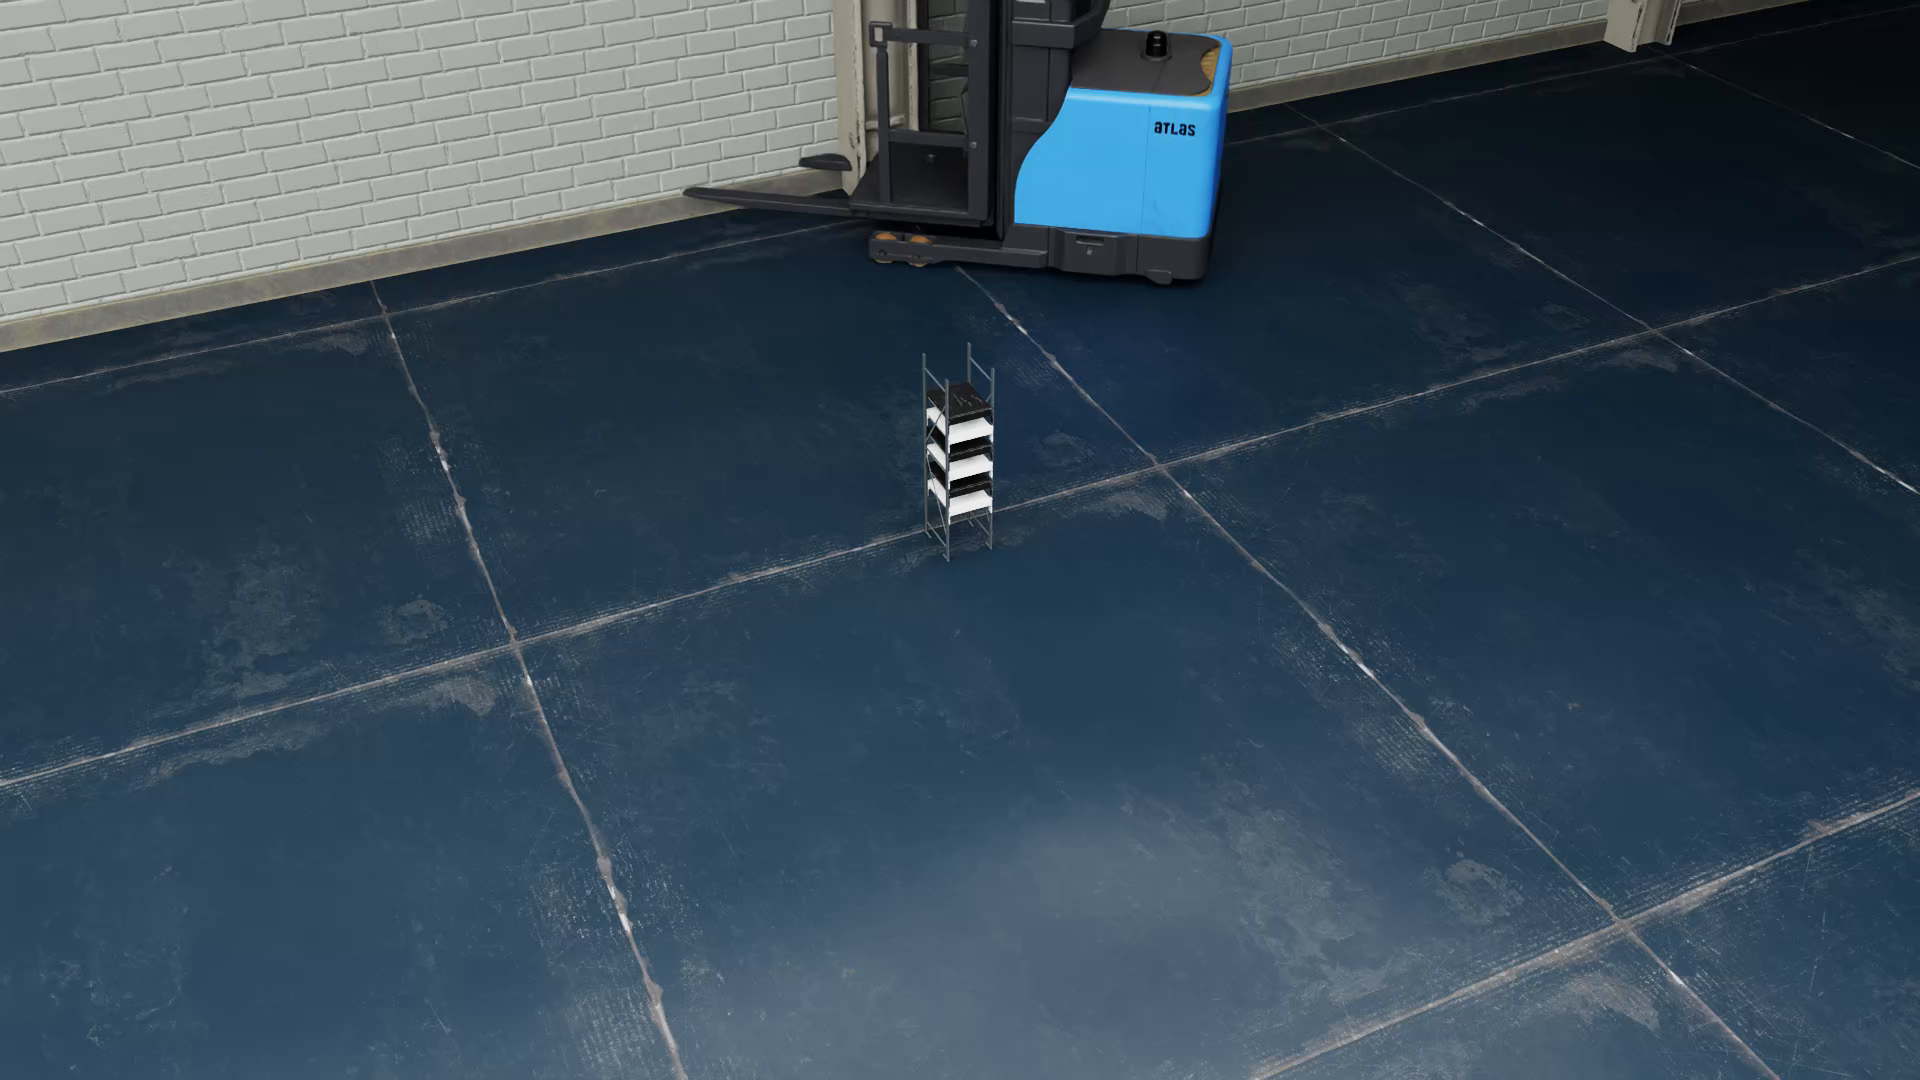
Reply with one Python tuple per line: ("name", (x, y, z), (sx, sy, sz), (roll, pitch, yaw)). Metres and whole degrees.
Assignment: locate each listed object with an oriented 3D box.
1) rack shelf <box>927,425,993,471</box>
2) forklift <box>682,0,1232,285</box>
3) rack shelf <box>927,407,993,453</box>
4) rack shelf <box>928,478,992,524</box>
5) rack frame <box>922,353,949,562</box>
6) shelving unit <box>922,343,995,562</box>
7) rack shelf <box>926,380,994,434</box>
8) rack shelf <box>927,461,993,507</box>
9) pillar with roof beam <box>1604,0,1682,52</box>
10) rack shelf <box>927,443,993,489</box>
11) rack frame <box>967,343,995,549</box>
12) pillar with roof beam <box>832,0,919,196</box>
("rack shelf", (-0.007, -0.405, 6.945), (0.200, 0.077, 0.258), (-16, 39, -20))
("forklift", (-0.049, -3.007, 8.843), (3.031, 2.935, 1.130), (7, 37, 9))
("rack shelf", (-0.007, -0.477, 6.892), (0.200, 0.077, 0.258), (-16, 39, -20))
("rack shelf", (-0.007, -0.188, 7.106), (0.200, 0.077, 0.258), (-16, 39, -20))
("rack frame", (-0.099, -0.334, 6.944), (0.006, 0.900, 0.240), (-16, 39, -20))
("shelving unit", (-0.007, -0.359, 6.979), (0.210, 0.900, 0.258), (-16, 39, -20))
("rack shelf", (-0.007, -0.549, 6.838), (0.200, 0.077, 0.258), (-16, 39, -20))
("rack shelf", (-0.007, -0.260, 7.053), (0.200, 0.077, 0.258), (-16, 39, -20))
("pillar with roof beam", (6.776, -4.942, 6.359), (0.400, 9.000, 9.100), (-16, 39, -20))
("rack shelf", (-0.007, -0.333, 6.999), (0.200, 0.077, 0.258), (-16, 39, -20))
("rack frame", (0.085, -0.385, 7.014), (0.006, 0.900, 0.240), (-16, 39, -20))
("pillar with roof beam", (1.344, -3.423, 4.312), (0.400, 9.000, 9.100), (-16, 39, -20))
